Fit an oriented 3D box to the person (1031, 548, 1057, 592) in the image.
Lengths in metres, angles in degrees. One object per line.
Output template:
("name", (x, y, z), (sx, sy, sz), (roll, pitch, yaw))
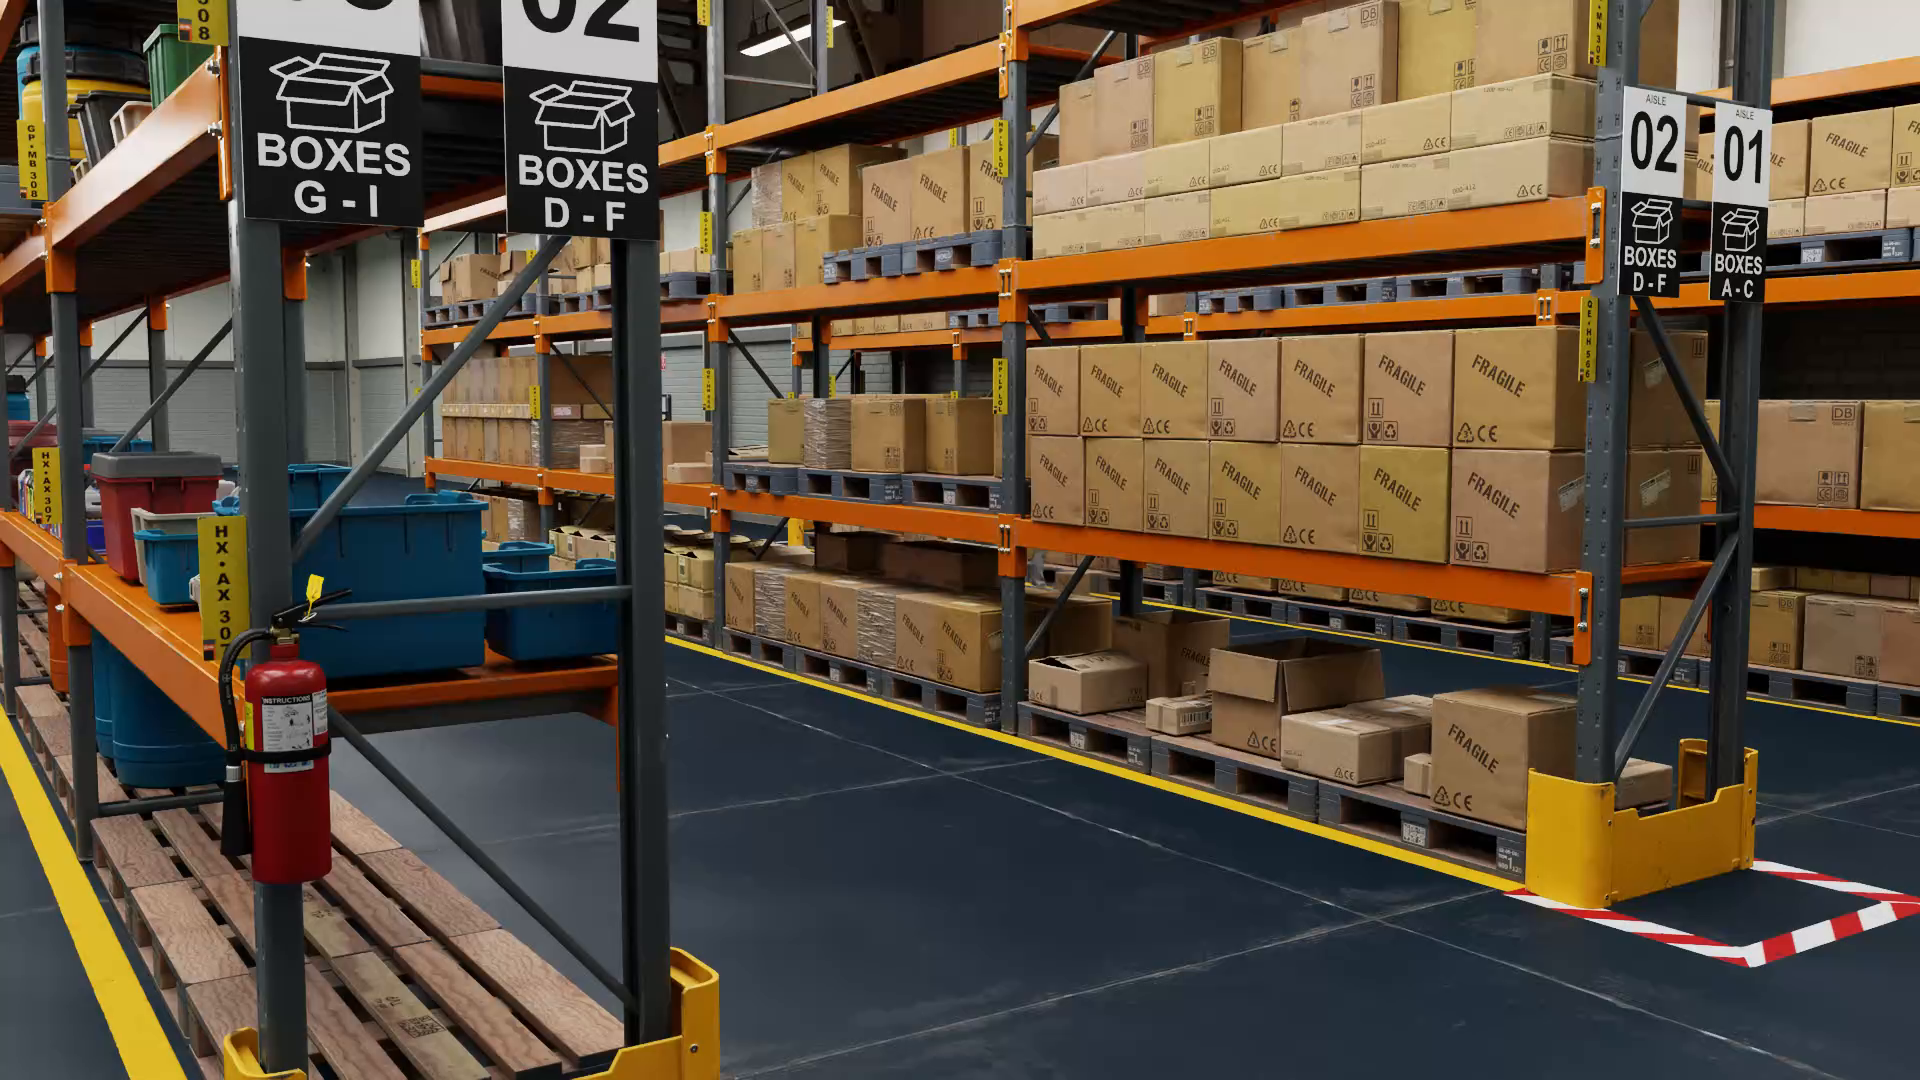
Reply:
("person", (0.721, -0.210, 16.799), (0.426, 1.589, 0.413), (-4, 7, -42))
